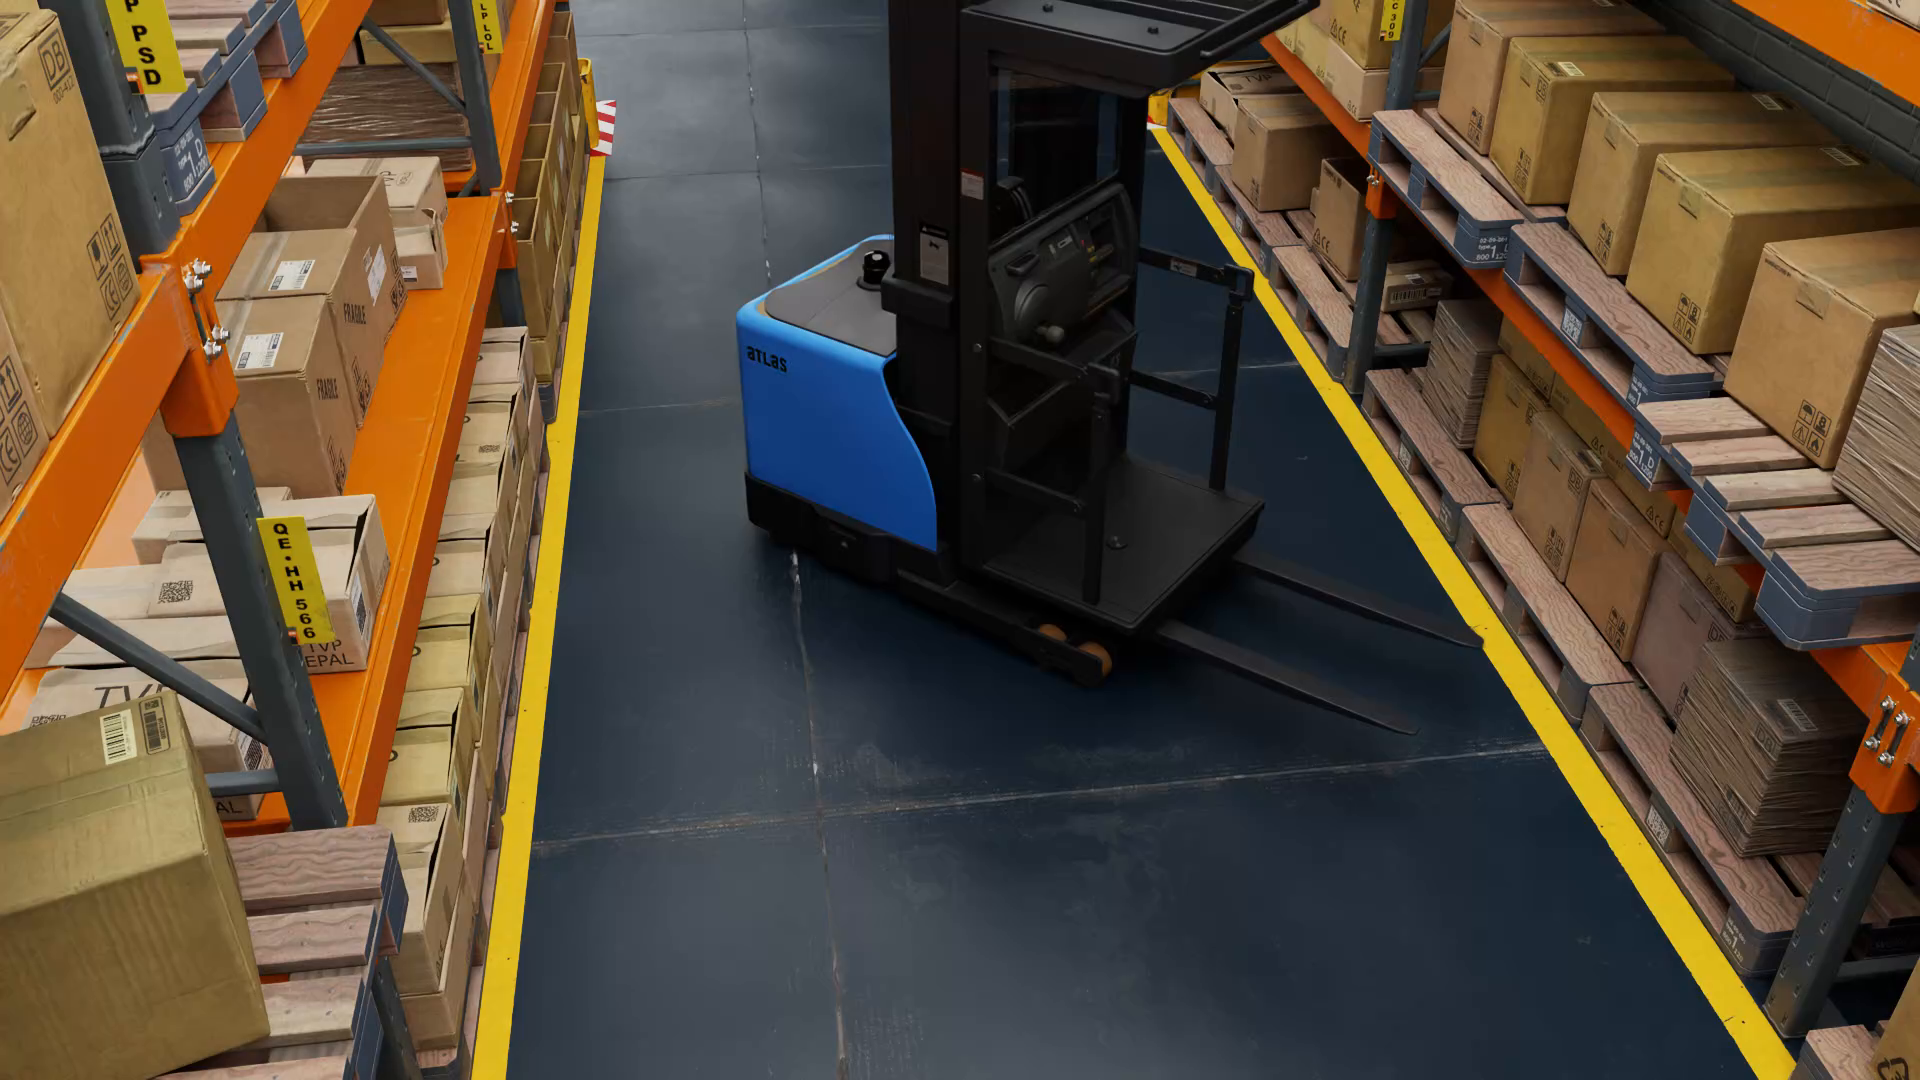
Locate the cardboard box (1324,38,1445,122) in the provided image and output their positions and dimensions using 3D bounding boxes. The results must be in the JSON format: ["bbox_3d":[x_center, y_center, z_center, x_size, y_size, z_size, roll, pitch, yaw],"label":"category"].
[{"bbox_3d":[2.072,-2.217,7.954,0.500,0.250,0.500,-4,35,-6],"label":"cardboard box"}]

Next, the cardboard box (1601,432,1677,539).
[{"bbox_3d":[2.737,-0.263,6.135,0.500,0.250,0.500,-5,35,-7],"label":"cardboard box"}]

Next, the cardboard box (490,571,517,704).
[{"bbox_3d":[-1.927,0.372,6.109,0.500,0.250,0.500,-4,34,-5],"label":"cardboard box"}]

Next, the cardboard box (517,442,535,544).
[{"bbox_3d":[-2.063,-0.197,6.944,0.500,0.250,0.500,-5,35,-7],"label":"cardboard box"}]

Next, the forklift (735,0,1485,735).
[{"bbox_3d":[0.566,-0.992,6.102,3.031,2.935,1.130,22,40,29],"label":"forklift"}]

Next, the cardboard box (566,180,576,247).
[{"bbox_3d":[-2.432,-1.808,9.308,0.500,0.250,0.500,-4,35,-6],"label":"cardboard box"}]

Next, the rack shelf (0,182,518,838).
[{"bbox_3d":[-2.203,-0.238,5.575,1.077,0.370,4.000,-4,35,-6],"label":"rack shelf"}]

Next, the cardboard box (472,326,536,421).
[{"bbox_3d":[-2.134,-0.716,7.208,0.500,0.311,0.500,-4,35,-6],"label":"cardboard box"}]

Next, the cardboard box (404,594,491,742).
[{"bbox_3d":[-1.859,0.420,5.541,0.500,0.311,0.500,-5,35,-8],"label":"cardboard box"}]

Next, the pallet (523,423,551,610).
[{"bbox_3d":[-2.334,-0.091,7.196,1.003,0.211,1.213,-4,35,-6],"label":"pallet"}]

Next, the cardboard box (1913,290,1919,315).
[{"bbox_3d":[2.840,-0.657,4.495,0.380,0.149,0.250,-10,36,-14],"label":"cardboard box"}]

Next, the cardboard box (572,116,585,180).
[{"bbox_3d":[-2.566,-2.366,10.127,0.500,0.250,0.500,-4,35,-6],"label":"cardboard box"}]

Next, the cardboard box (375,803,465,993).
[{"bbox_3d":[-1.714,0.997,4.694,0.500,0.311,0.500,-3,34,-5],"label":"cardboard box"}]

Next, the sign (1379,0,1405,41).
[{"bbox_3d":[1.899,-2.341,7.253,0.100,0.325,0.005,-4,35,-6],"label":"sign"}]

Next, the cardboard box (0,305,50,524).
[{"bbox_3d":[-1.773,-0.175,2.091,0.910,0.500,0.500,-4,35,-6],"label":"cardboard box"}]

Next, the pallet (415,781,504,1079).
[{"bbox_3d":[-2.006,1.270,5.198,1.003,0.211,1.213,-4,35,-6],"label":"pallet"}]

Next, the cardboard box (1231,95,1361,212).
[{"bbox_3d":[2.028,-2.286,9.769,0.700,0.500,0.500,-6,35,-9],"label":"cardboard box"}]

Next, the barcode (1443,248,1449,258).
[{"bbox_3d":[2.619,-1.559,8.952,0.001,0.075,0.075,-4,35,-6],"label":"barcode"}]

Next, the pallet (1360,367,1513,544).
[{"bbox_3d":[2.542,-0.442,7.712,1.003,0.211,1.213,-4,35,-6],"label":"pallet"}]

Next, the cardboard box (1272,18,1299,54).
[{"bbox_3d":[1.930,-2.775,8.773,0.500,0.250,0.500,-5,35,-7],"label":"cardboard box"}]

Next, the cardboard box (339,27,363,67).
[{"bbox_3d":[-2.721,-2.097,6.998,0.380,0.149,0.250,-4,35,-6],"label":"cardboard box"}]

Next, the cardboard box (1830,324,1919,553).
[{"bbox_3d":[2.901,-0.281,4.520,0.700,0.500,0.500,-8,35,-12],"label":"cardboard box"}]

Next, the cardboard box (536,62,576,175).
[{"bbox_3d":[-2.494,-2.397,9.507,0.500,0.500,0.500,-4,35,-6],"label":"cardboard box"}]

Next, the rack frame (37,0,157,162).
[{"bbox_3d":[-1.934,-1.899,2.045,1.000,3.000,0.127,-4,35,-6],"label":"rack frame"}]

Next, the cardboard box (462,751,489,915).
[{"bbox_3d":[-1.782,0.948,5.264,0.500,0.250,0.500,-5,35,-8],"label":"cardboard box"}]

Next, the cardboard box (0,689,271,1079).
[{"bbox_3d":[-1.738,0.708,3.085,0.700,0.500,0.500,-16,37,-22],"label":"cardboard box"}]

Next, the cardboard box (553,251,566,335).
[{"bbox_3d":[-2.296,-1.250,8.490,0.500,0.250,0.500,-4,35,-6],"label":"cardboard box"}]

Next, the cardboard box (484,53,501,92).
[{"bbox_3d":[-2.679,-2.514,8.187,0.700,0.500,0.500,-4,34,-6],"label":"cardboard box"}]

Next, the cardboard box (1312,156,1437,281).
[{"bbox_3d":[2.257,-1.754,8.989,0.500,0.500,0.500,-7,35,-10],"label":"cardboard box"}]

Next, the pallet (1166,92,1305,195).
[{"bbox_3d":[1.983,-2.610,10.893,1.003,0.211,1.213,-4,35,-6],"label":"pallet"}]

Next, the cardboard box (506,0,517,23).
[{"bbox_3d":[-2.823,-3.093,9.037,0.700,0.500,0.500,-4,34,-6],"label":"cardboard box"}]

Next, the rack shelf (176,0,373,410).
[{"bbox_3d":[-2.203,-1.478,4.730,1.077,0.370,4.000,-4,35,-6],"label":"rack shelf"}]

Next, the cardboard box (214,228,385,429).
[{"bbox_3d":[-2.247,-0.690,5.510,0.500,0.500,0.500,-4,35,-6],"label":"cardboard box"}]

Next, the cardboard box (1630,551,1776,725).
[{"bbox_3d":[2.871,0.360,5.887,0.700,0.500,0.500,-4,35,-6],"label":"cardboard box"}]

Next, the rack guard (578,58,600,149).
[{"bbox_3d":[-3.013,-2.864,11.009,1.175,0.500,0.348,-4,35,-6],"label":"rack guard"}]

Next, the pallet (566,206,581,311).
[{"bbox_3d":[-2.705,-1.629,9.452,1.003,0.211,1.213,-4,35,-6],"label":"pallet"}]

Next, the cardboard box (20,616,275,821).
[{"bbox_3d":[-1.940,0.411,4.062,0.500,0.311,0.500,-2,34,-3],"label":"cardboard box"}]

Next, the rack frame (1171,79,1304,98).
[{"bbox_3d":[1.898,-4.261,10.839,1.000,3.000,0.127,-4,35,-6],"label":"rack frame"}]

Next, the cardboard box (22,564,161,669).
[{"bbox_3d":[-2.329,0.203,4.511,0.380,0.149,0.250,-4,35,-6],"label":"cardboard box"}]

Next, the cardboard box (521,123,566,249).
[{"bbox_3d":[-2.359,-1.839,8.688,0.500,0.500,0.500,-4,35,-6],"label":"cardboard box"}]

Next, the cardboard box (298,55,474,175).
[{"bbox_3d":[-2.538,-1.940,7.345,0.700,0.500,0.500,-5,35,-8],"label":"cardboard box"}]

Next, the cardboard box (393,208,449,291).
[{"bbox_3d":[-2.172,-1.119,6.348,0.396,0.266,0.258,-5,35,-8],"label":"cardboard box"}]

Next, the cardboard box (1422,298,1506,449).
[{"bbox_3d":[2.552,-0.768,7.543,0.700,0.500,0.500,-3,34,-5],"label":"cardboard box"}]

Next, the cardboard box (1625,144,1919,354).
[{"bbox_3d":[2.711,-0.975,5.538,0.700,0.500,0.500,-4,35,-6],"label":"cardboard box"}]

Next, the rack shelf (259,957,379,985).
[{"bbox_3d":[-1.665,1.994,2.300,1.077,0.370,4.000,-4,35,-6],"label":"rack shelf"}]

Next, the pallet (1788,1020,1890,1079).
[{"bbox_3d":[3.005,1.801,4.420,1.003,0.211,1.213,-4,35,-6],"label":"pallet"}]

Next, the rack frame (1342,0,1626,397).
[{"bbox_3d":[2.436,-2.029,7.564,1.000,3.000,0.127,-4,35,-6],"label":"rack frame"}]

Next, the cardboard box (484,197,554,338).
[{"bbox_3d":[-2.224,-1.281,7.869,0.500,0.500,0.500,-4,35,-6],"label":"cardboard box"}]

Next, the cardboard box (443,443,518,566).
[{"bbox_3d":[-1.993,-0.148,6.374,0.500,0.311,0.500,-4,35,-7],"label":"cardboard box"}]

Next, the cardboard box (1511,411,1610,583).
[{"bbox_3d":[2.699,-0.196,6.703,0.700,0.500,0.500,-4,34,-6],"label":"cardboard box"}]

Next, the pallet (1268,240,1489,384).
[{"bbox_3d":[2.311,-1.249,8.895,1.003,0.211,1.213,-4,35,-6],"label":"pallet"}]

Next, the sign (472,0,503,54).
[{"bbox_3d":[-1.936,-2.144,6.775,0.100,0.325,0.005,-4,35,-6],"label":"sign"}]

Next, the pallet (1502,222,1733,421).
[{"bbox_3d":[2.667,-0.819,5.959,1.003,0.211,1.213,-4,35,-6],"label":"pallet"}]

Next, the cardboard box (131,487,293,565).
[{"bbox_3d":[-2.161,-0.023,4.843,0.380,0.149,0.250,-2,34,-3],"label":"cardboard box"}]

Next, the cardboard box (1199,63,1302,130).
[{"bbox_3d":[1.902,-2.939,10.896,0.500,0.311,0.500,-8,35,-12],"label":"cardboard box"}]

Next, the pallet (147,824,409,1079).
[{"bbox_3d":[-1.773,1.033,3.241,1.213,0.211,1.003,-4,35,-6],"label":"pallet"}]

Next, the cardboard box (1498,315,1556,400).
[{"bbox_3d":[2.614,-0.833,6.971,0.500,0.250,0.500,-5,35,-7],"label":"cardboard box"}]

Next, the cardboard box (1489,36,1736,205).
[{"bbox_3d":[2.539,-1.653,6.533,0.700,0.500,0.500,-1,34,-1],"label":"cardboard box"}]

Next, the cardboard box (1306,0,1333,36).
[{"bbox_3d":[1.993,-2.804,8.150,0.500,0.500,0.500,-5,35,-7],"label":"cardboard box"}]

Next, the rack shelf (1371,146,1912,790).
[{"bbox_3d":[2.705,-0.616,6.129,1.077,0.370,4.000,-4,35,-6],"label":"rack shelf"}]
